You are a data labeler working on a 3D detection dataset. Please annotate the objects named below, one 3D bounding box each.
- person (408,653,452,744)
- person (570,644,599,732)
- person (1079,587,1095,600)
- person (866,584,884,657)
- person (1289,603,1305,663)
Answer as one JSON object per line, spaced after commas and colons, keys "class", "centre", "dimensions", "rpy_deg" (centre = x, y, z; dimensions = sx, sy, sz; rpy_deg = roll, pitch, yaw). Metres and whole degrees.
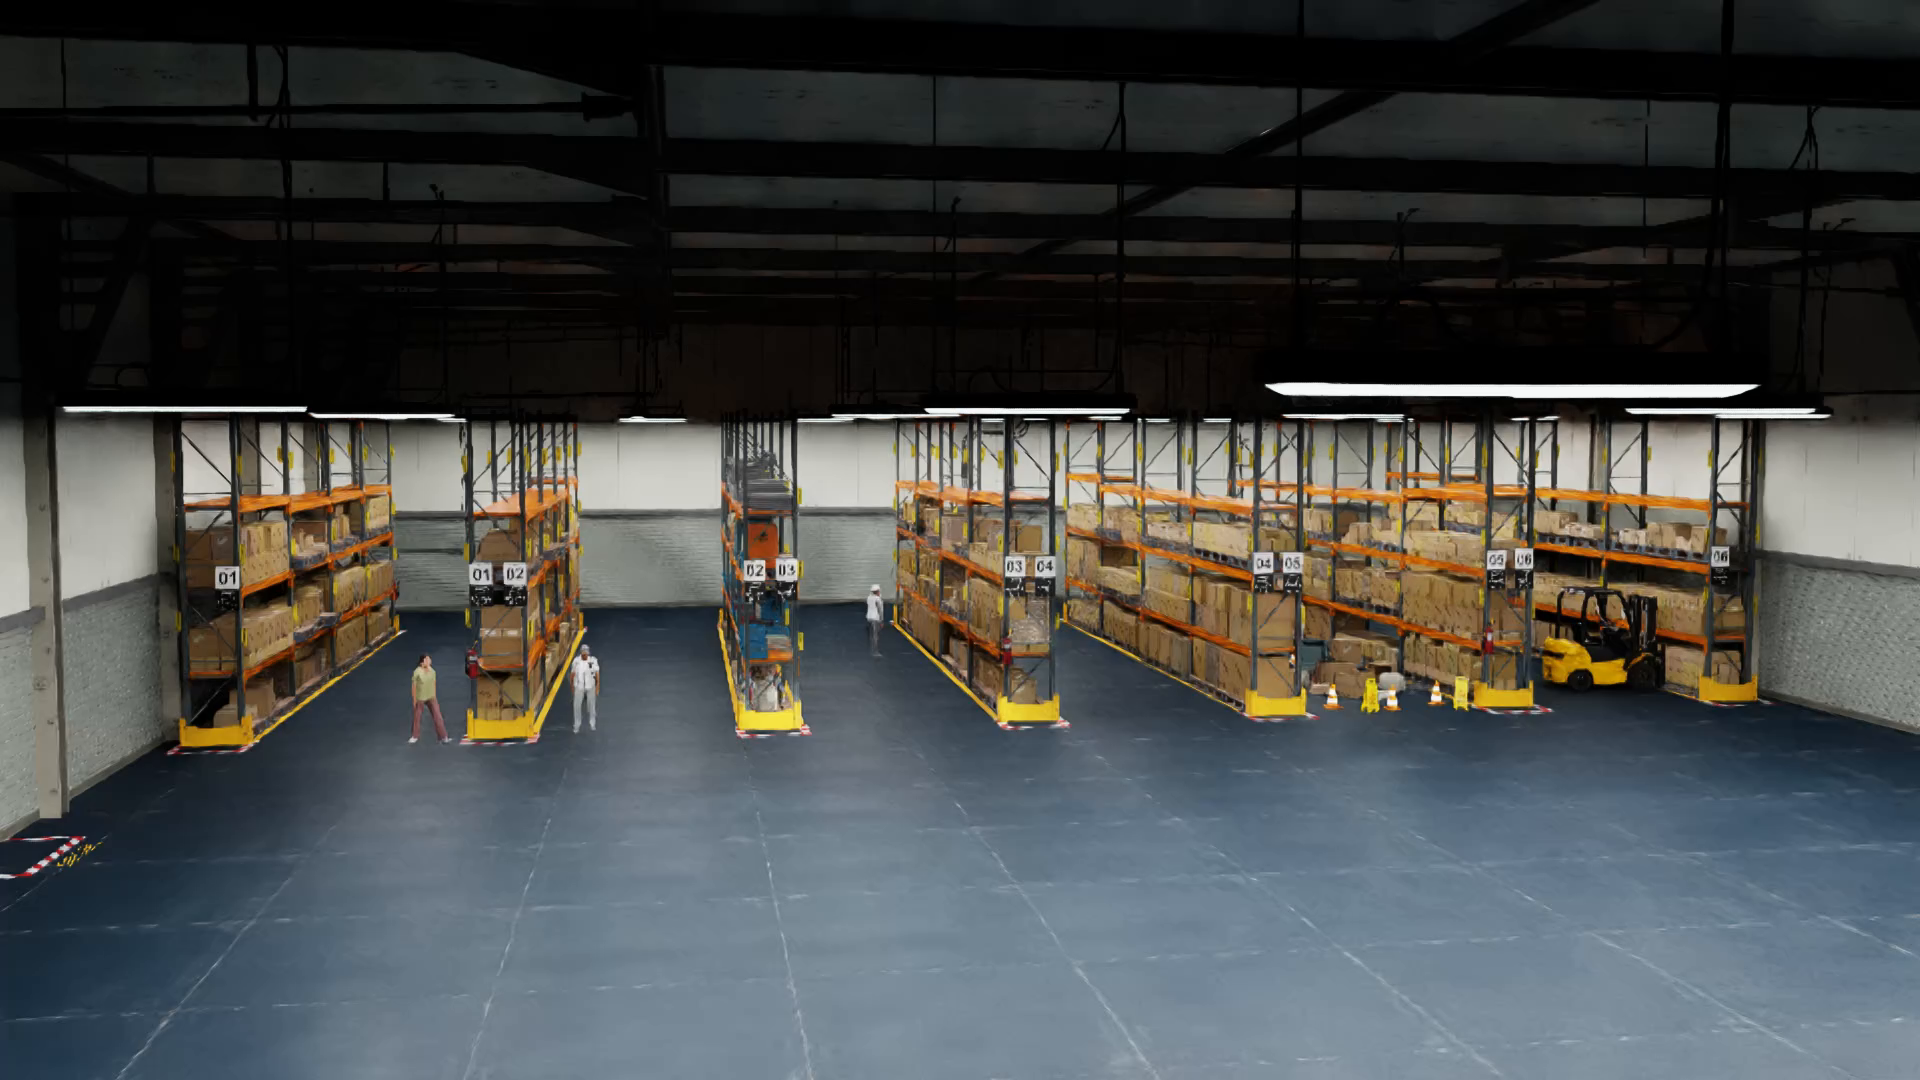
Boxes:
{"class": "person", "centre": [-9.499, 2.821, 29.661], "dimensions": [0.573, 1.621, 0.875], "rpy_deg": [-3, 5, -35]}
{"class": "person", "centre": [-6.994, 2.744, 31.005], "dimensions": [0.532, 1.641, 0.560], "rpy_deg": [-1, 4, -8]}
{"class": "person", "centre": [3.907, 1.303, 50.915], "dimensions": [0.611, 1.753, 0.571], "rpy_deg": [2, 4, 26]}
{"class": "person", "centre": [-2.053, 1.964, 40.998], "dimensions": [0.463, 1.774, 0.598], "rpy_deg": [-3, 5, -36]}
{"class": "person", "centre": [7.914, 2.079, 39.263], "dimensions": [0.577, 1.783, 0.662], "rpy_deg": [1, 4, 19]}
